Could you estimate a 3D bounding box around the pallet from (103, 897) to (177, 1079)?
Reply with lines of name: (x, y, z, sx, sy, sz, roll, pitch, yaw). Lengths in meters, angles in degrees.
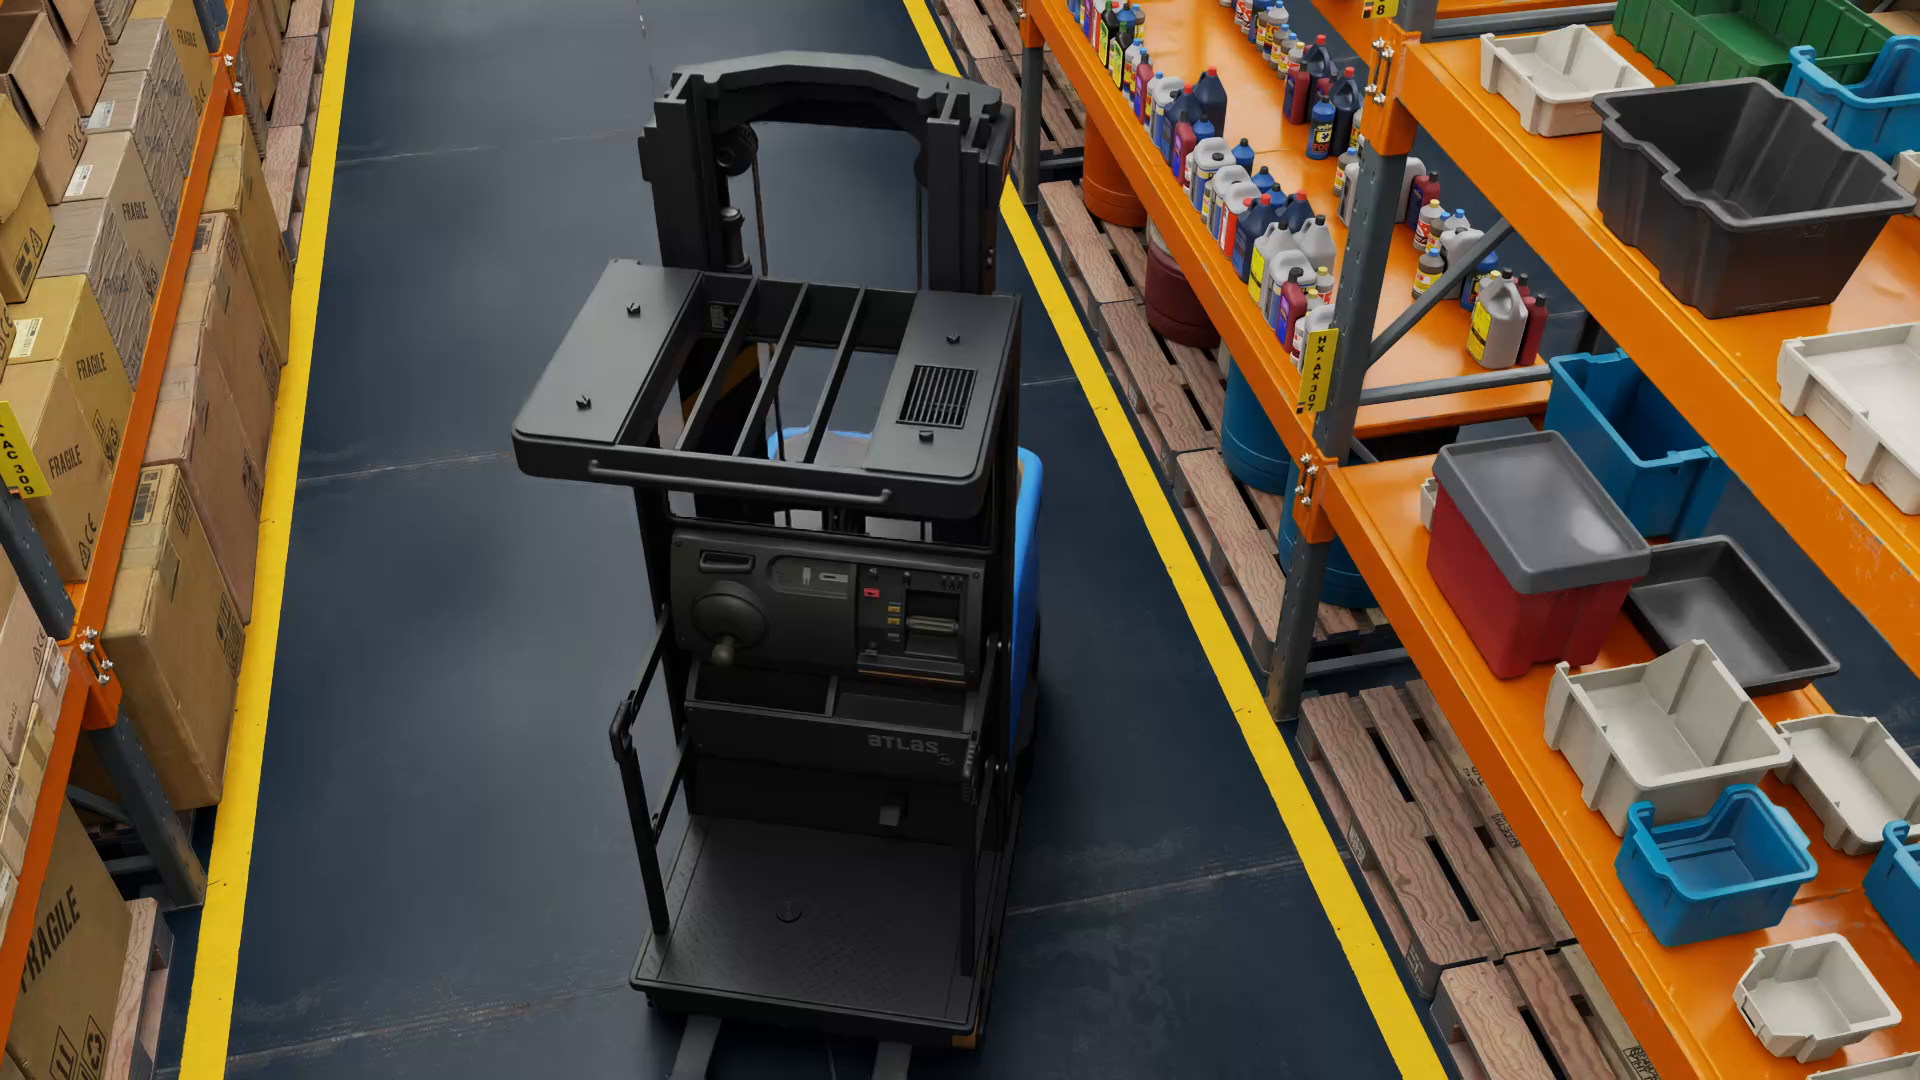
pallet: (-3.053, 1.738, 5.133, 1.003, 0.211, 1.213, -8, 42, -9)

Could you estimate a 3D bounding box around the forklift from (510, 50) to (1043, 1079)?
forklift: (-0.424, 0.290, 4.716, 1.130, 2.935, 3.031, 6, 42, 7)

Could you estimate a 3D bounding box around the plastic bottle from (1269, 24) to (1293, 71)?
plastic bottle: (1.498, -2.294, 7.724, 0.097, 0.201, 0.097, 0, 42, 0)

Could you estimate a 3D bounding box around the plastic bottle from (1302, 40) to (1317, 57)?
plastic bottle: (1.583, -2.126, 7.474, 0.061, 0.283, 0.133, -8, 42, -9)

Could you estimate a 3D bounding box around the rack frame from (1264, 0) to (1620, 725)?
rack frame: (1.696, -0.519, 5.575, 1.000, 3.000, 0.127, -8, 42, -9)

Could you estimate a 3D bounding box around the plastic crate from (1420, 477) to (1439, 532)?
plastic crate: (1.657, -0.121, 5.280, 0.396, 0.136, 0.243, -8, 42, -9)

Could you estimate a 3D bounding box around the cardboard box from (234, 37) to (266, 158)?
cardboard box: (-4.300, -2.421, 9.269, 0.700, 0.500, 0.500, -12, 43, -13)

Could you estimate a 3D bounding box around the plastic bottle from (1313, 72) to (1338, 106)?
plastic bottle: (1.592, -1.911, 7.231, 0.061, 0.283, 0.133, -8, 42, -9)

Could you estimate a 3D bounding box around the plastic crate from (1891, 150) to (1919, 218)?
plastic crate: (2.342, -0.772, 3.799, 0.293, 0.136, 0.466, -8, 42, -9)

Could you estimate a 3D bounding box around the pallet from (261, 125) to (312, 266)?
pallet: (-4.171, -1.866, 9.193, 1.003, 0.211, 1.213, -8, 42, -9)

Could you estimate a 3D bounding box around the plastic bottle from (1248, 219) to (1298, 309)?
plastic bottle: (1.178, -1.049, 6.210, 0.144, 0.351, 0.185, -8, 42, -9)

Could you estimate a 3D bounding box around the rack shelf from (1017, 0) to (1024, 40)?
rack shelf: (0.401, -4.139, 10.195, 1.077, 0.370, 4.000, -8, 42, -9)

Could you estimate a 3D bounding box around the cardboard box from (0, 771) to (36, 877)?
cardboard box: (-2.644, 0.769, 4.314, 0.380, 0.149, 0.250, -9, 42, -10)

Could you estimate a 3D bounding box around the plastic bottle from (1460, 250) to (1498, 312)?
plastic bottle: (1.941, -0.991, 6.204, 0.097, 0.271, 0.097, 0, 42, 0)

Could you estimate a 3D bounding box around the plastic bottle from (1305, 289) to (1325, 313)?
plastic bottle: (1.274, -0.820, 6.064, 0.097, 0.201, 0.097, 0, 42, 0)

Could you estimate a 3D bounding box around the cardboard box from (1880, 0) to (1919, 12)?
cardboard box: (5.843, -3.539, 10.310, 0.500, 0.311, 0.500, -7, 42, -8)

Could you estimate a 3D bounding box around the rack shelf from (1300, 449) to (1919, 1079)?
rack shelf: (2.127, 1.047, 4.353, 1.077, 0.370, 4.000, -8, 42, -9)

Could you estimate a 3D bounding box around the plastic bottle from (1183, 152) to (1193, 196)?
plastic bottle: (0.976, -1.526, 6.860, 0.097, 0.201, 0.097, 0, 42, 0)

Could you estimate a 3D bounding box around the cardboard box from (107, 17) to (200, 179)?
cardboard box: (-3.553, -1.831, 6.978, 0.500, 0.500, 0.500, -9, 42, -10)

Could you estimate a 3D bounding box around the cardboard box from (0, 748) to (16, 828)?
cardboard box: (-2.675, 0.719, 4.069, 0.500, 0.250, 0.500, -7, 42, -8)

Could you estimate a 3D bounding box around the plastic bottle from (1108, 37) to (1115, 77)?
plastic bottle: (0.737, -2.245, 7.669, 0.097, 0.201, 0.097, 0, 42, 0)

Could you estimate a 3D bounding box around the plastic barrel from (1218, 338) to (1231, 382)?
plastic barrel: (1.407, -0.938, 7.605, 0.421, 0.512, 0.421, 0, 42, 0)

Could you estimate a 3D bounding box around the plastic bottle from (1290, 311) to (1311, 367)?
plastic bottle: (1.243, -0.725, 5.957, 0.097, 0.201, 0.097, 0, 42, 0)

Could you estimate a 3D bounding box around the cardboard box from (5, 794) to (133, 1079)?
cardboard box: (-3.076, 1.268, 4.847, 0.875, 0.875, 0.875, -8, 42, -9)

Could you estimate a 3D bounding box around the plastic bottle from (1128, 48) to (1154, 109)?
plastic bottle: (0.808, -2.059, 7.407, 0.097, 0.271, 0.097, 0, 42, 0)

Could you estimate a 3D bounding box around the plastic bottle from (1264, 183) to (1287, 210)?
plastic bottle: (1.225, -1.274, 6.522, 0.097, 0.271, 0.097, 0, 42, 0)

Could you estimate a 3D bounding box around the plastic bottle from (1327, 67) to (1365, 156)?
plastic bottle: (1.645, -1.836, 7.096, 0.144, 0.351, 0.185, -8, 42, -9)

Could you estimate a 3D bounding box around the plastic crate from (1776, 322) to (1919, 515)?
plastic crate: (1.871, -0.253, 3.215, 0.437, 0.136, 0.530, -8, 42, -9)

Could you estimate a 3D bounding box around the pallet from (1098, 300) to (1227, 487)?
pallet: (1.303, -0.775, 7.964, 1.003, 0.211, 1.213, -8, 42, -9)

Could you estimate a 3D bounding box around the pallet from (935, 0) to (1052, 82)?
pallet: (0.443, -3.366, 10.883, 1.003, 0.211, 1.213, -8, 42, -9)

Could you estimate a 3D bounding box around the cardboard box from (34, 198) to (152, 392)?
cardboard box: (-3.213, -0.831, 5.851, 0.500, 0.500, 0.500, -9, 42, -10)

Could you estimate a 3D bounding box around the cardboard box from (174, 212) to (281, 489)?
cardboard box: (-3.690, -0.735, 7.103, 1.225, 0.875, 0.875, -8, 42, -9)

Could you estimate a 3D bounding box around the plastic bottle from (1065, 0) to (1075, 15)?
plastic bottle: (0.610, -2.739, 8.169, 0.152, 0.276, 0.135, -8, 42, -9)

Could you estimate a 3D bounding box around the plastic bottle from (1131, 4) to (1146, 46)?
plastic bottle: (0.828, -2.441, 7.890, 0.097, 0.201, 0.097, 0, 42, 0)

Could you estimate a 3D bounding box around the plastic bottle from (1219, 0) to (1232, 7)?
plastic bottle: (1.343, -2.759, 8.248, 0.097, 0.201, 0.097, 0, 42, 0)

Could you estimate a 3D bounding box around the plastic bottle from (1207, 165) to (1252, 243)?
plastic bottle: (1.078, -1.333, 6.585, 0.152, 0.276, 0.135, -8, 42, -9)

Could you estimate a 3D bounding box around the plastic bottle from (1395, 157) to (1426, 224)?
plastic bottle: (1.768, -1.427, 6.692, 0.152, 0.276, 0.135, -8, 42, -9)

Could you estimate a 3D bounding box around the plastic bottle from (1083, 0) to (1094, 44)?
plastic bottle: (0.636, -2.522, 7.919, 0.061, 0.283, 0.133, -8, 42, -9)

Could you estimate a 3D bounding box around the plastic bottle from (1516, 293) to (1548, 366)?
plastic bottle: (2.033, -0.774, 5.950, 0.061, 0.283, 0.133, -8, 42, -9)

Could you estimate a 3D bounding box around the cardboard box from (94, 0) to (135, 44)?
cardboard box: (-3.862, -2.338, 6.794, 0.797, 0.503, 0.637, -7, 42, -8)

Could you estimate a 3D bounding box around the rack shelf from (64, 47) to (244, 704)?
rack shelf: (-3.572, -0.837, 6.475, 1.077, 0.370, 4.000, -8, 42, -9)

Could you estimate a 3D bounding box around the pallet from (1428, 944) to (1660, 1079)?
pallet: (2.159, 1.787, 5.077, 1.003, 0.211, 1.213, -8, 42, -9)

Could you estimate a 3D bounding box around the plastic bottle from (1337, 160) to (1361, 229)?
plastic bottle: (1.619, -1.406, 6.667, 0.152, 0.276, 0.135, -8, 42, -9)

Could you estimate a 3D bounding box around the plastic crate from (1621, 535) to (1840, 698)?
plastic crate: (2.200, 0.249, 4.872, 0.437, 0.125, 0.590, -8, 42, -9)

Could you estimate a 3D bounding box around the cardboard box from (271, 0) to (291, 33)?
cardboard box: (-4.671, -3.512, 10.498, 0.700, 0.500, 0.500, -9, 42, -10)

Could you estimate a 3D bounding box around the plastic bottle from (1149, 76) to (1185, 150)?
plastic bottle: (0.909, -1.840, 7.156, 0.152, 0.276, 0.135, -8, 42, -9)

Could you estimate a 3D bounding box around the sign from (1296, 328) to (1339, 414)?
sign: (1.158, -0.545, 5.396, 0.100, 0.325, 0.005, -8, 42, -9)

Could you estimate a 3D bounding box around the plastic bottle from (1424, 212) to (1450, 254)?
plastic bottle: (1.870, -1.179, 6.468, 0.097, 0.201, 0.097, 0, 42, 0)

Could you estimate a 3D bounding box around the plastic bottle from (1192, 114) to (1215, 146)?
plastic bottle: (1.007, -1.648, 6.944, 0.097, 0.271, 0.097, 0, 42, 0)

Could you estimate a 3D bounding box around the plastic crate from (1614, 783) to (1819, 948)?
plastic crate: (1.865, 0.820, 4.148, 0.416, 0.233, 0.300, -8, 42, -9)

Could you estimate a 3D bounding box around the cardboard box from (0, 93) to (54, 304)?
cardboard box: (-3.423, -1.081, 5.377, 0.797, 0.503, 0.637, -8, 42, -9)

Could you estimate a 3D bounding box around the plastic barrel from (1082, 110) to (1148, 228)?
plastic barrel: (0.955, -2.143, 8.723, 0.600, 0.830, 0.708, -8, 42, -9)

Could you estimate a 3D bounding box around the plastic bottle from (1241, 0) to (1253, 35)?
plastic bottle: (1.414, -2.546, 8.009, 0.097, 0.201, 0.097, 0, 42, 0)
